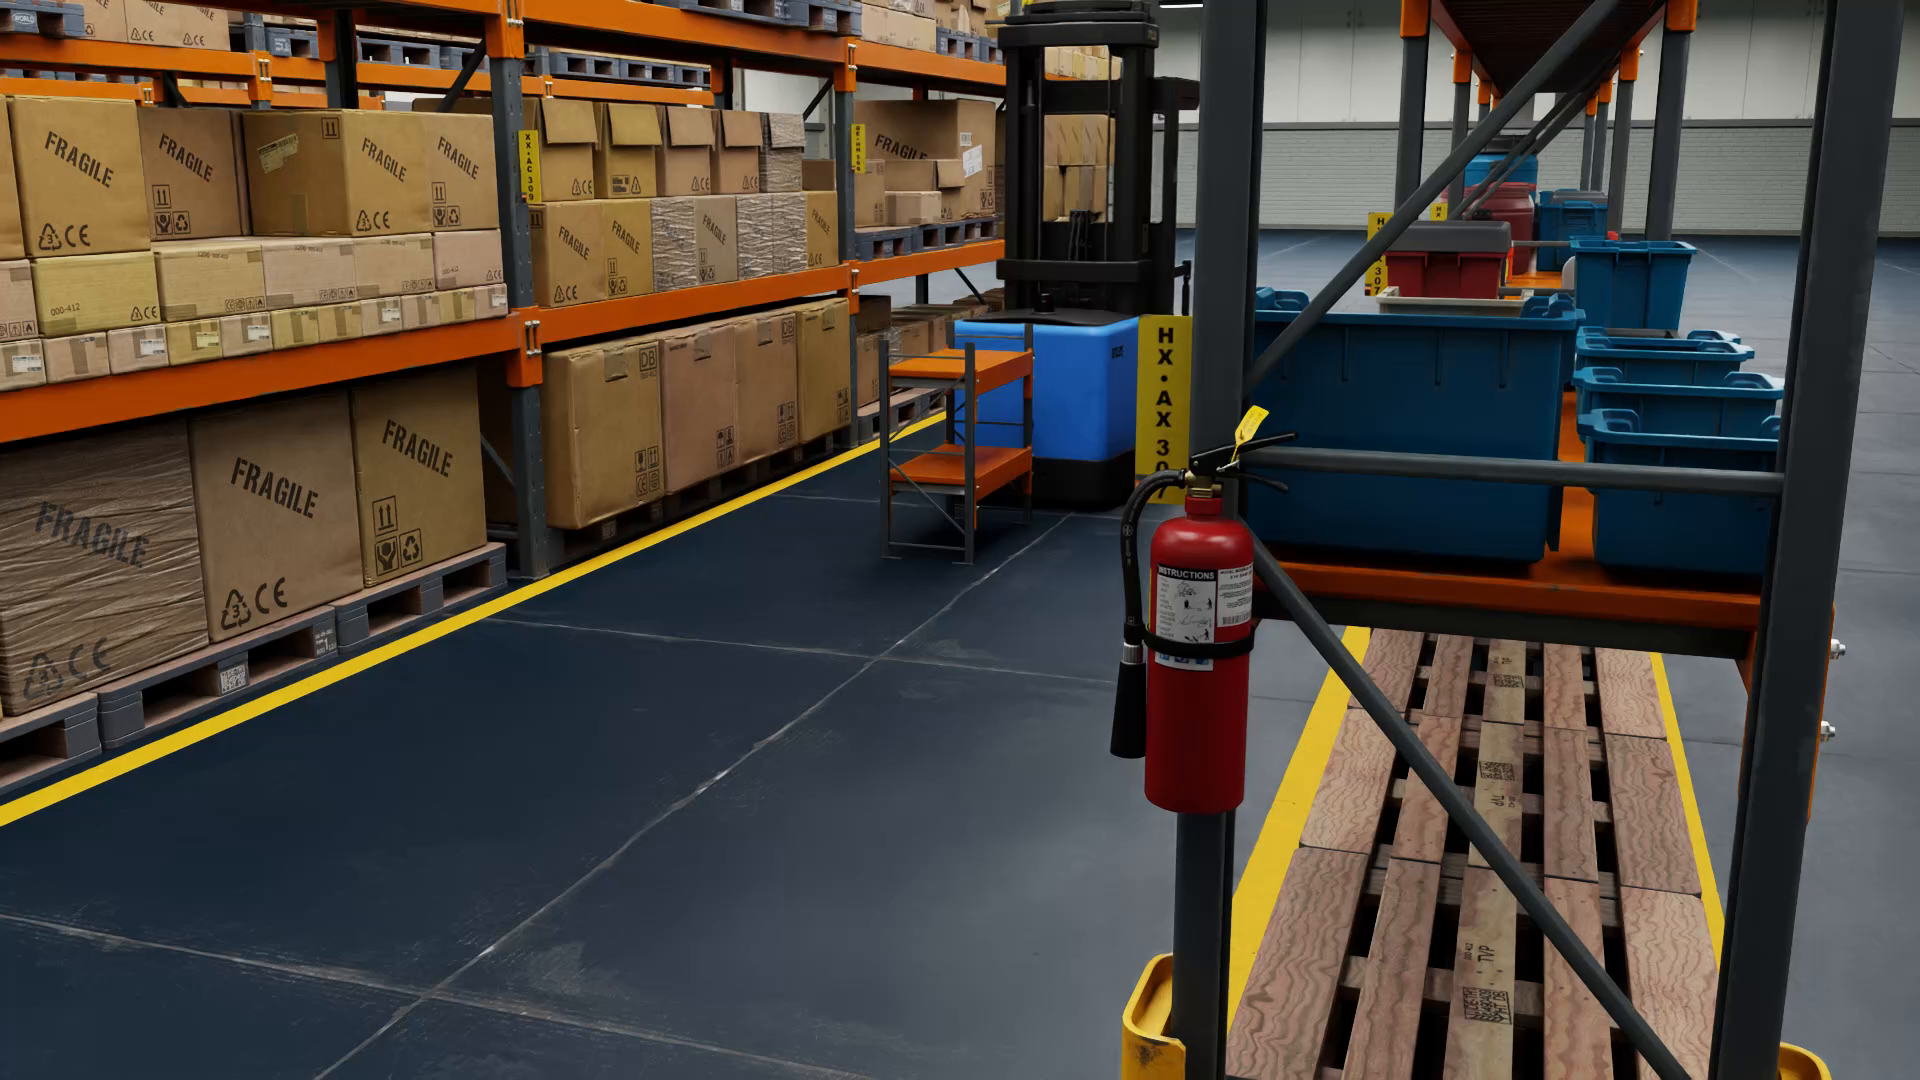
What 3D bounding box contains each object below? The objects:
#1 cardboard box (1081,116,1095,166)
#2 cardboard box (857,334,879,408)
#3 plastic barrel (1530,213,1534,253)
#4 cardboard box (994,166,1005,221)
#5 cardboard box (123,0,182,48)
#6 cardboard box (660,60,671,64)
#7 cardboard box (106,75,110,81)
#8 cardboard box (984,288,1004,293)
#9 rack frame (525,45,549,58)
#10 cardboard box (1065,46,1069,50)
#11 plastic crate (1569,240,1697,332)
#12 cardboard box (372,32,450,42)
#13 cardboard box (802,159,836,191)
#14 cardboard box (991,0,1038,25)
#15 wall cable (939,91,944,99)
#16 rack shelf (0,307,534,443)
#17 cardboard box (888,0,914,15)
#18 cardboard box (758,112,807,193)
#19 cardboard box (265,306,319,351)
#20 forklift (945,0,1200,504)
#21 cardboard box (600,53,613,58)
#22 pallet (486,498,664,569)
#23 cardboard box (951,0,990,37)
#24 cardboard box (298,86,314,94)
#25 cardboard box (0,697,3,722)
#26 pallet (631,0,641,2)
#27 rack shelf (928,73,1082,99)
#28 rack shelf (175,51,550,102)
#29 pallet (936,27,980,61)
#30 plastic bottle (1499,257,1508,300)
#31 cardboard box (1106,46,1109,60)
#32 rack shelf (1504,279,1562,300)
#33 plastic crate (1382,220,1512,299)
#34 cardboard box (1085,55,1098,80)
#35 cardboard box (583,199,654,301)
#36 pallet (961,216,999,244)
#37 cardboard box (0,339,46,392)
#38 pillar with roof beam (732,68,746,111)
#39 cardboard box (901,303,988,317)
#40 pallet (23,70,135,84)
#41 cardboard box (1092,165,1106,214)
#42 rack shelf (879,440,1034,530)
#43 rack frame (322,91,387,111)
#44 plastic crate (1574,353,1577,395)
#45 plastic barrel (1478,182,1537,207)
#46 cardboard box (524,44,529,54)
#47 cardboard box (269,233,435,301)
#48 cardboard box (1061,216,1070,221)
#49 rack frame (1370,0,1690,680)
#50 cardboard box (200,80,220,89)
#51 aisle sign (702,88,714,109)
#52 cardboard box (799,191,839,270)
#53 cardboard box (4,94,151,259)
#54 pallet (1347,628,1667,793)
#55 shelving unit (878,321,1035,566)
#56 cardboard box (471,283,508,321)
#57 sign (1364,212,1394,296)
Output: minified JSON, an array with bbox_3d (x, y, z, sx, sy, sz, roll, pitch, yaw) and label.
[{"bbox_3d":[1.104,-4.169,17.371,0.500,0.500,0.500,4,14,18],"label":"cardboard box"},{"bbox_3d":[-1.022,-1.286,12.509,0.700,0.500,0.500,4,13,15],"label":"cardboard box"},{"bbox_3d":[3.597,-2.077,11.097,0.421,0.512,0.421,0,13,0],"label":"plastic barrel"},{"bbox_3d":[0.278,-3.274,15.697,0.875,0.500,0.500,4,14,18],"label":"cardboard box"},{"bbox_3d":[-5.974,-3.792,11.896,0.500,0.500,0.500,4,14,18],"label":"cardboard box"},{"bbox_3d":[-3.490,-5.442,18.744,0.380,0.149,0.250,4,14,19],"label":"cardboard box"},{"bbox_3d":[-9.490,-5.131,18.553,0.380,0.149,0.250,4,14,19],"label":"cardboard box"},{"bbox_3d":[0.546,-2.314,17.061,0.500,0.500,0.500,3,13,13],"label":"cardboard box"},{"bbox_3d":[-4.586,-6.293,16.335,1.000,3.000,0.127,4,14,18],"label":"rack frame"},{"bbox_3d":[0.857,-4.897,16.401,0.380,0.149,0.250,4,13,17],"label":"cardboard box"},{"bbox_3d":[2.344,-0.847,5.860,0.392,0.384,0.575,4,14,18],"label":"plastic crate"},{"bbox_3d":[-4.945,-4.655,14.935,0.500,0.311,0.500,4,13,16],"label":"cardboard box"},{"bbox_3d":[-1.083,-2.517,12.108,0.500,0.500,0.500,3,13,11],"label":"cardboard box"},{"bbox_3d":[0.633,-5.439,17.317,0.500,0.500,0.500,4,14,18],"label":"cardboard box"},{"bbox_3d":[-1.873,-13.073,53.018,3.097,2.526,0.112,4,14,18],"label":"wall cable"},{"bbox_3d":[-3.161,-0.533,6.200,1.077,0.370,4.000,4,14,18],"label":"rack shelf"},{"bbox_3d":[-0.657,-4.089,12.074,0.500,0.500,0.500,4,14,19],"label":"cardboard box"},{"bbox_3d":[-1.472,-2.532,10.863,0.797,0.503,0.637,5,14,20],"label":"cardboard box"},{"bbox_3d":[-2.718,-0.824,6.423,0.380,0.149,0.250,4,13,17],"label":"cardboard box"},{"bbox_3d":[0.932,-1.927,10.843,1.130,2.935,3.031,5,14,22],"label":"forklift"},{"bbox_3d":[-3.901,-5.173,17.568,0.380,0.149,0.250,4,13,18],"label":"cardboard box"},{"bbox_3d":[-2.336,-0.114,9.011,1.003,0.211,1.213,4,14,18],"label":"pallet"},{"bbox_3d":[-0.171,-4.615,14.551,0.797,0.503,0.637,4,13,16],"label":"cardboard box"},{"bbox_3d":[-8.208,-5.577,20.506,0.380,0.149,0.250,4,14,18],"label":"cardboard box"},{"bbox_3d":[-3.677,0.228,5.081,0.875,0.875,0.875,4,14,18],"label":"cardboard box"},{"bbox_3d":[-2.264,-2.871,8.514,0.805,0.209,1.217,4,13,16],"label":"pallet"},{"bbox_3d":[0.721,-4.522,16.936,1.077,0.370,4.000,4,14,18],"label":"rack shelf"},{"bbox_3d":[-5.233,-4.059,14.904,1.077,0.370,4.000,4,14,18],"label":"rack shelf"},{"bbox_3d":[-0.559,-4.019,13.539,1.213,0.211,1.003,4,14,18],"label":"pallet"},{"bbox_3d":[2.704,-1.391,8.452,0.144,0.351,0.185,4,14,18],"label":"plastic bottle"},{"bbox_3d":[1.394,-5.223,17.829,0.380,0.149,0.250,4,13,16],"label":"cardboard box"},{"bbox_3d":[2.820,-1.019,8.328,1.077,0.370,4.000,4,14,18],"label":"rack shelf"},{"bbox_3d":[1.646,-0.839,5.645,0.402,0.464,0.583,4,14,18],"label":"plastic crate"},{"bbox_3d":[1.120,-4.889,17.262,0.500,0.250,0.500,5,14,20],"label":"cardboard box"},{"bbox_3d":[-1.967,-1.539,8.764,0.500,0.500,0.500,4,14,18],"label":"cardboard box"},{"bbox_3d":[-0.311,-2.746,14.707,1.003,0.211,1.213,4,14,18],"label":"pallet"},{"bbox_3d":[-3.134,-0.555,5.241,0.380,0.149,0.250,4,13,18],"label":"cardboard box"},{"bbox_3d":[-1.946,-12.488,43.480,9.100,9.000,0.548,4,14,18],"label":"pillar with roof beam"},{"bbox_3d":[-0.145,-1.858,15.015,0.700,0.500,0.500,3,13,14],"label":"cardboard box"},{"bbox_3d":[-9.603,-4.952,17.622,1.213,0.211,1.003,4,14,18],"label":"pallet"},{"bbox_3d":[1.116,-3.798,17.993,0.875,0.500,0.500,4,14,18],"label":"cardboard box"},{"bbox_3d":[-0.002,-0.309,8.911,0.538,0.278,1.000,4,14,18],"label":"rack shelf"},{"bbox_3d":[-8.008,-4.545,22.161,1.000,3.000,0.127,4,14,18],"label":"rack frame"},{"bbox_3d":[1.893,-0.461,4.724,0.293,0.136,0.466,4,14,18],"label":"plastic crate"},{"bbox_3d":[4.244,-2.514,12.954,0.433,0.535,0.433,0,13,0],"label":"plastic barrel"},{"bbox_3d":[-4.690,-5.114,17.309,0.380,0.149,0.250,5,14,19],"label":"cardboard box"},{"bbox_3d":[-2.574,-1.156,6.981,0.500,0.250,0.500,5,14,20],"label":"cardboard box"},{"bbox_3d":[0.901,-3.207,16.864,0.380,0.149,0.250,4,14,18],"label":"cardboard box"},{"bbox_3d":[2.172,-0.949,6.403,1.000,3.000,0.127,4,14,18],"label":"rack frame"},{"bbox_3d":[-8.738,-5.252,19.081,0.380,0.149,0.250,5,14,20],"label":"cardboard box"},{"bbox_3d":[-2.985,-5.471,20.374,0.394,0.787,0.004,4,14,18],"label":"aisle sign"},{"bbox_3d":[-1.145,-2.074,11.111,0.500,0.500,0.500,5,14,20],"label":"cardboard box"},{"bbox_3d":[-3.074,-1.197,5.474,0.500,0.500,0.500,4,13,17],"label":"cardboard box"},{"bbox_3d":[1.971,0.569,6.023,1.003,0.211,1.213,4,14,18],"label":"pallet"},{"bbox_3d":[-0.002,-0.547,8.857,0.538,1.125,1.048,4,14,18],"label":"shelving unit"},{"bbox_3d":[-2.303,-1.095,7.609,0.380,0.149,0.250,4,14,19],"label":"cardboard box"},{"bbox_3d":[1.653,-1.124,6.547,0.100,0.325,0.005,4,14,18],"label":"sign"}]
